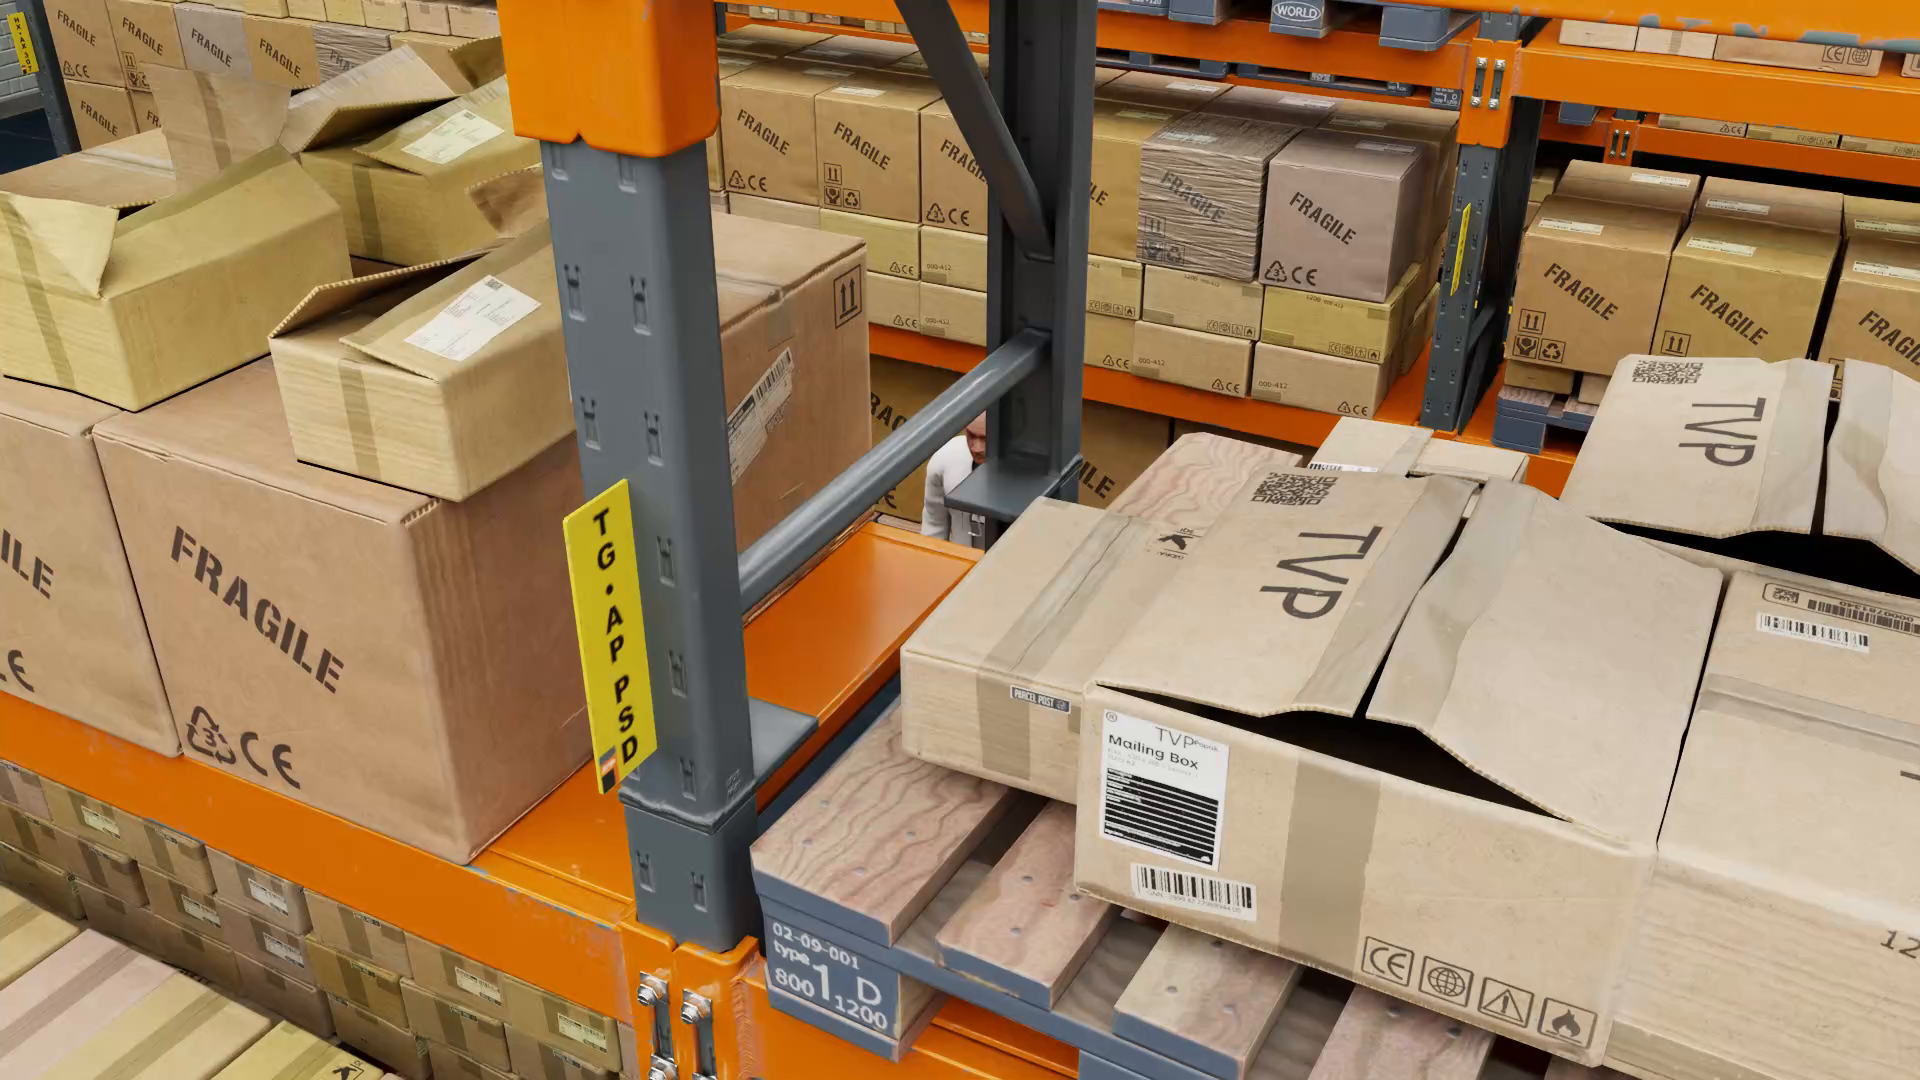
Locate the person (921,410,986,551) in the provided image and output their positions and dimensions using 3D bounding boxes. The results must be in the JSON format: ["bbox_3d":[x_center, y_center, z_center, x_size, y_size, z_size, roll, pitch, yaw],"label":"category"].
[{"bbox_3d":[0.114,0.228,6.243,0.646,1.774,0.418,14,32,23],"label":"person"}]
